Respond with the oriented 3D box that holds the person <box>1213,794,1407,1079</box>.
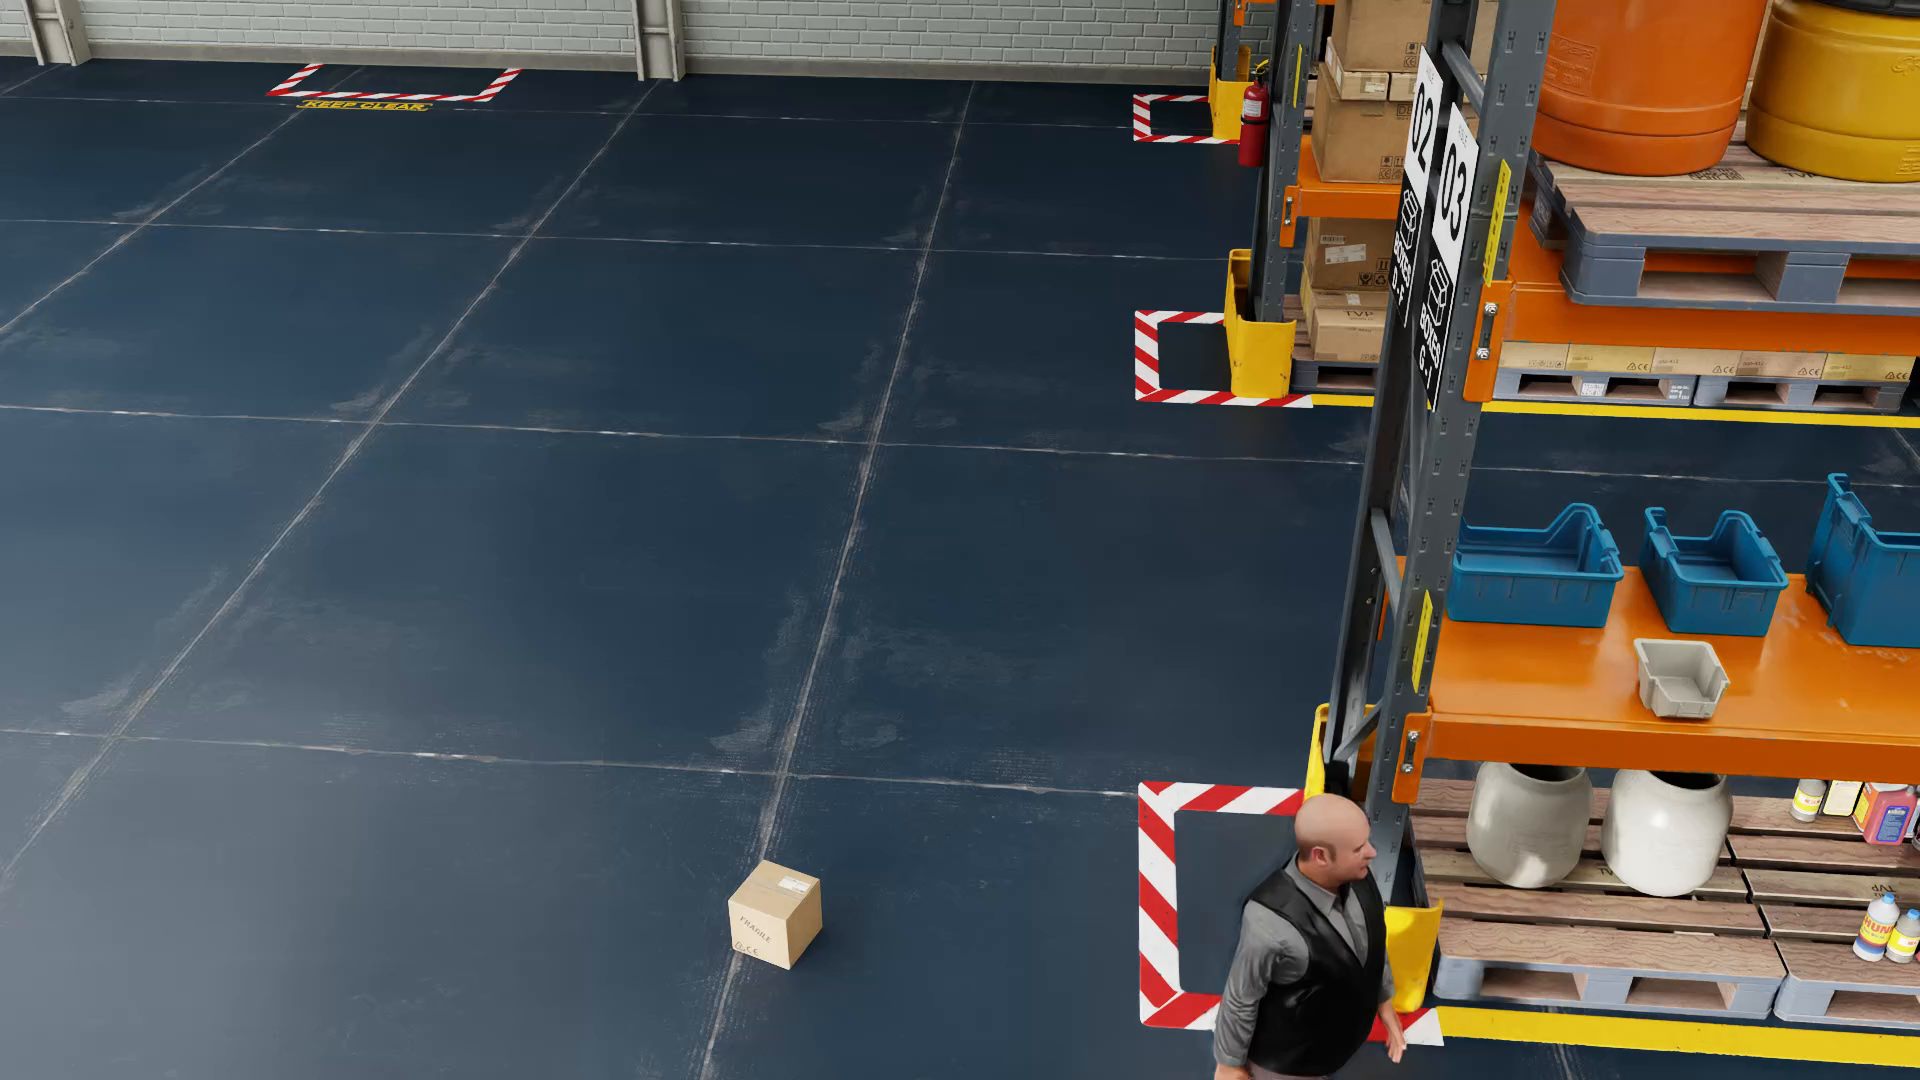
[{"bbox_3d":[1.013,1.465,4.810,0.635,1.761,0.578,26,40,35],"label":"person"}]
